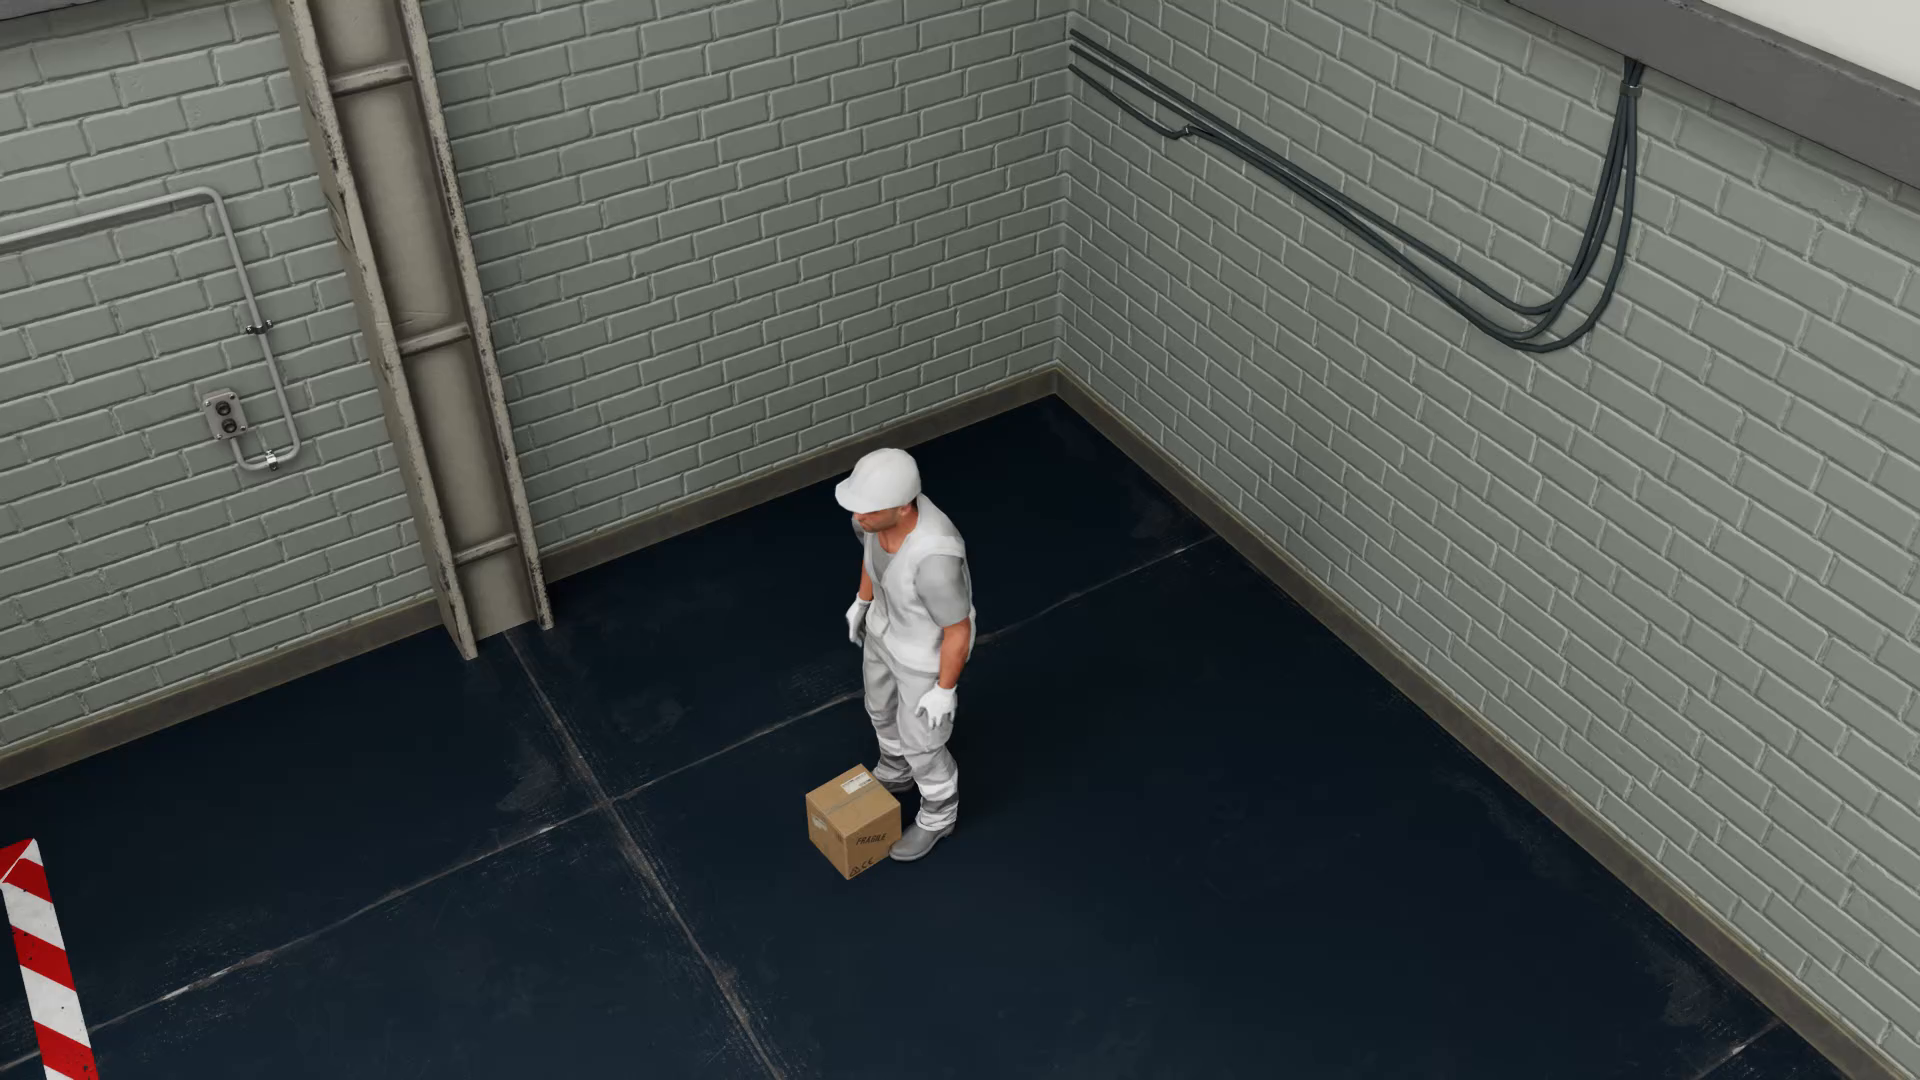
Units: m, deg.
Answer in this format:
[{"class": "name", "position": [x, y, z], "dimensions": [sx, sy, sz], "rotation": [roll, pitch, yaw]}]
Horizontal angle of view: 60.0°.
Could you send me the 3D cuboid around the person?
[{"class": "person", "position": [-0.194, 0.379, 5.701], "dimensions": [0.455, 1.779, 0.611], "rotation": [-23, 45, -24]}]
